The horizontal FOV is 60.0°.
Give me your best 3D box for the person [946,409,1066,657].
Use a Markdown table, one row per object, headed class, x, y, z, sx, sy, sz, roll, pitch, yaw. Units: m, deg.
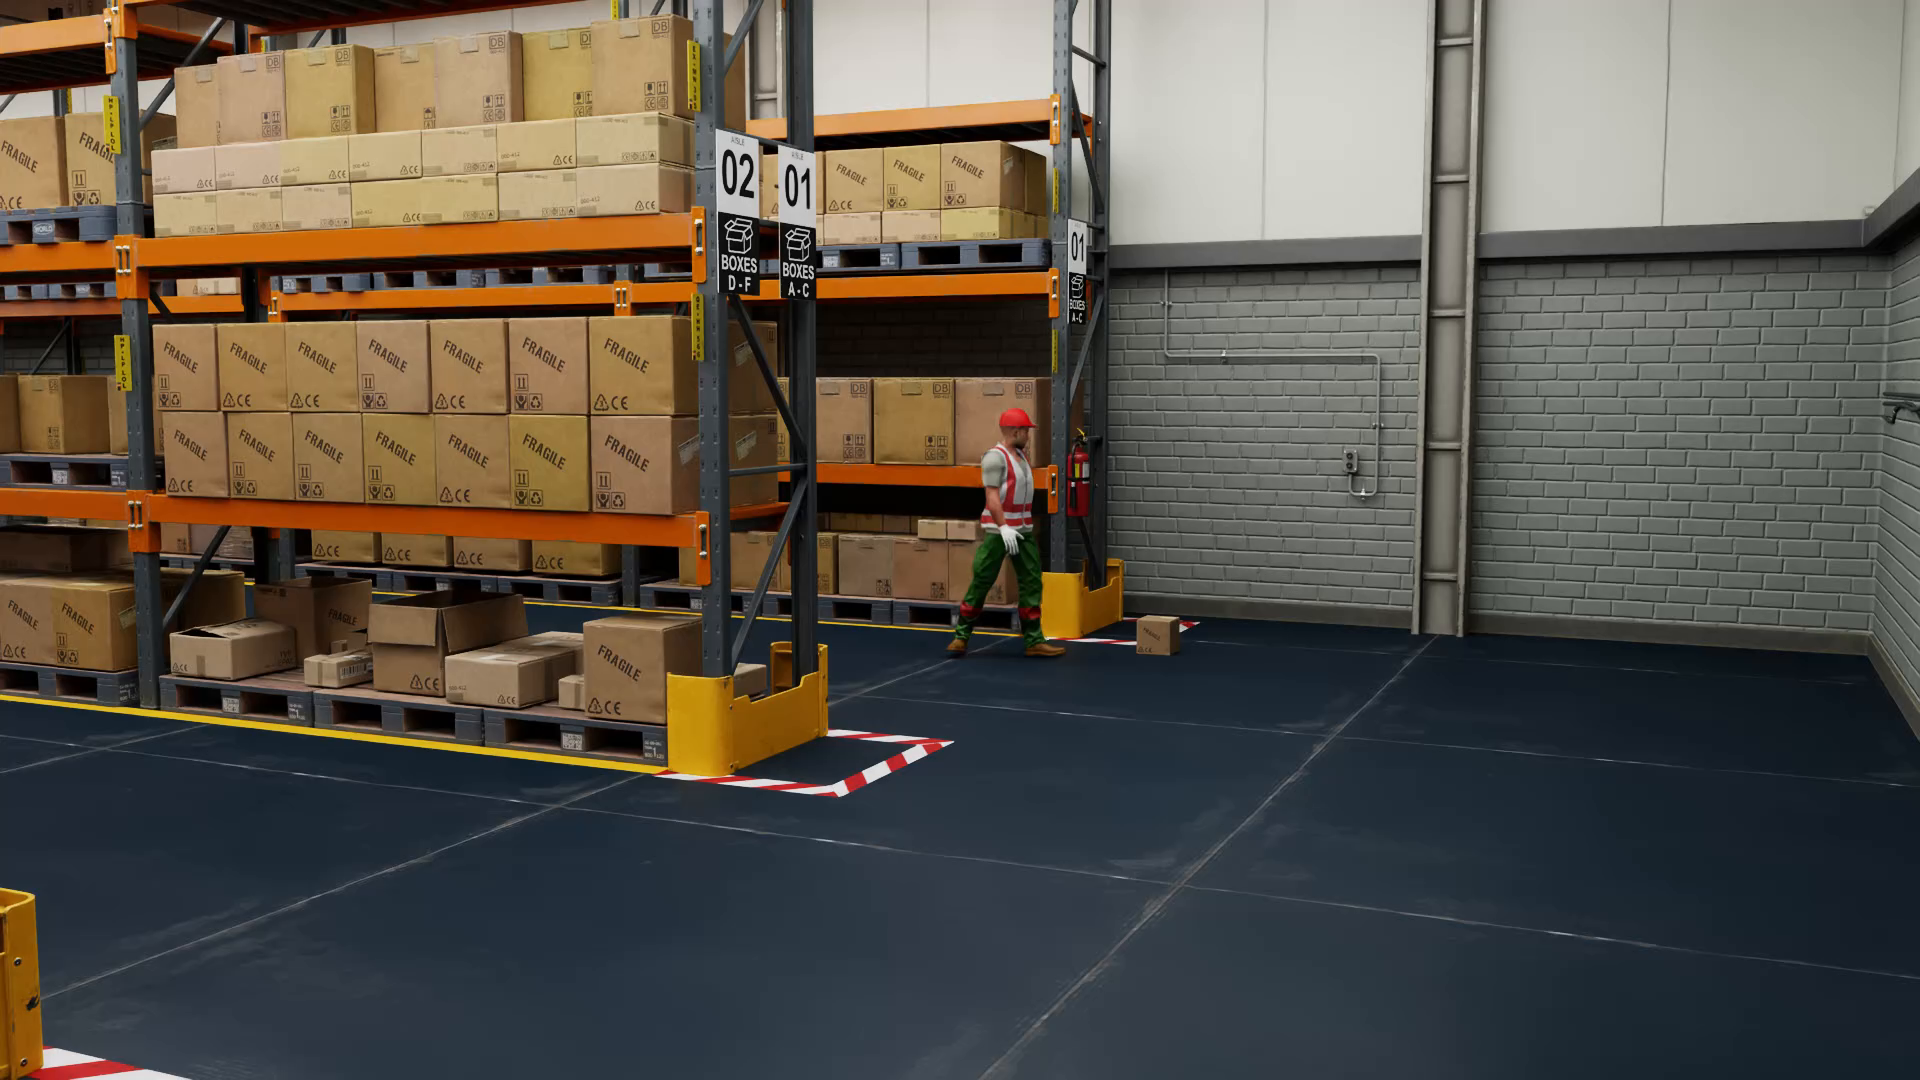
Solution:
| class | x | y | z | sx | sy | sz | roll | pitch | yaw |
| --- | --- | --- | --- | --- | --- | --- | --- | --- | --- |
| person | 0.302 | -0.045 | 11.847 | 0.731 | 1.776 | 0.639 | 5 | 7 | 40 |
